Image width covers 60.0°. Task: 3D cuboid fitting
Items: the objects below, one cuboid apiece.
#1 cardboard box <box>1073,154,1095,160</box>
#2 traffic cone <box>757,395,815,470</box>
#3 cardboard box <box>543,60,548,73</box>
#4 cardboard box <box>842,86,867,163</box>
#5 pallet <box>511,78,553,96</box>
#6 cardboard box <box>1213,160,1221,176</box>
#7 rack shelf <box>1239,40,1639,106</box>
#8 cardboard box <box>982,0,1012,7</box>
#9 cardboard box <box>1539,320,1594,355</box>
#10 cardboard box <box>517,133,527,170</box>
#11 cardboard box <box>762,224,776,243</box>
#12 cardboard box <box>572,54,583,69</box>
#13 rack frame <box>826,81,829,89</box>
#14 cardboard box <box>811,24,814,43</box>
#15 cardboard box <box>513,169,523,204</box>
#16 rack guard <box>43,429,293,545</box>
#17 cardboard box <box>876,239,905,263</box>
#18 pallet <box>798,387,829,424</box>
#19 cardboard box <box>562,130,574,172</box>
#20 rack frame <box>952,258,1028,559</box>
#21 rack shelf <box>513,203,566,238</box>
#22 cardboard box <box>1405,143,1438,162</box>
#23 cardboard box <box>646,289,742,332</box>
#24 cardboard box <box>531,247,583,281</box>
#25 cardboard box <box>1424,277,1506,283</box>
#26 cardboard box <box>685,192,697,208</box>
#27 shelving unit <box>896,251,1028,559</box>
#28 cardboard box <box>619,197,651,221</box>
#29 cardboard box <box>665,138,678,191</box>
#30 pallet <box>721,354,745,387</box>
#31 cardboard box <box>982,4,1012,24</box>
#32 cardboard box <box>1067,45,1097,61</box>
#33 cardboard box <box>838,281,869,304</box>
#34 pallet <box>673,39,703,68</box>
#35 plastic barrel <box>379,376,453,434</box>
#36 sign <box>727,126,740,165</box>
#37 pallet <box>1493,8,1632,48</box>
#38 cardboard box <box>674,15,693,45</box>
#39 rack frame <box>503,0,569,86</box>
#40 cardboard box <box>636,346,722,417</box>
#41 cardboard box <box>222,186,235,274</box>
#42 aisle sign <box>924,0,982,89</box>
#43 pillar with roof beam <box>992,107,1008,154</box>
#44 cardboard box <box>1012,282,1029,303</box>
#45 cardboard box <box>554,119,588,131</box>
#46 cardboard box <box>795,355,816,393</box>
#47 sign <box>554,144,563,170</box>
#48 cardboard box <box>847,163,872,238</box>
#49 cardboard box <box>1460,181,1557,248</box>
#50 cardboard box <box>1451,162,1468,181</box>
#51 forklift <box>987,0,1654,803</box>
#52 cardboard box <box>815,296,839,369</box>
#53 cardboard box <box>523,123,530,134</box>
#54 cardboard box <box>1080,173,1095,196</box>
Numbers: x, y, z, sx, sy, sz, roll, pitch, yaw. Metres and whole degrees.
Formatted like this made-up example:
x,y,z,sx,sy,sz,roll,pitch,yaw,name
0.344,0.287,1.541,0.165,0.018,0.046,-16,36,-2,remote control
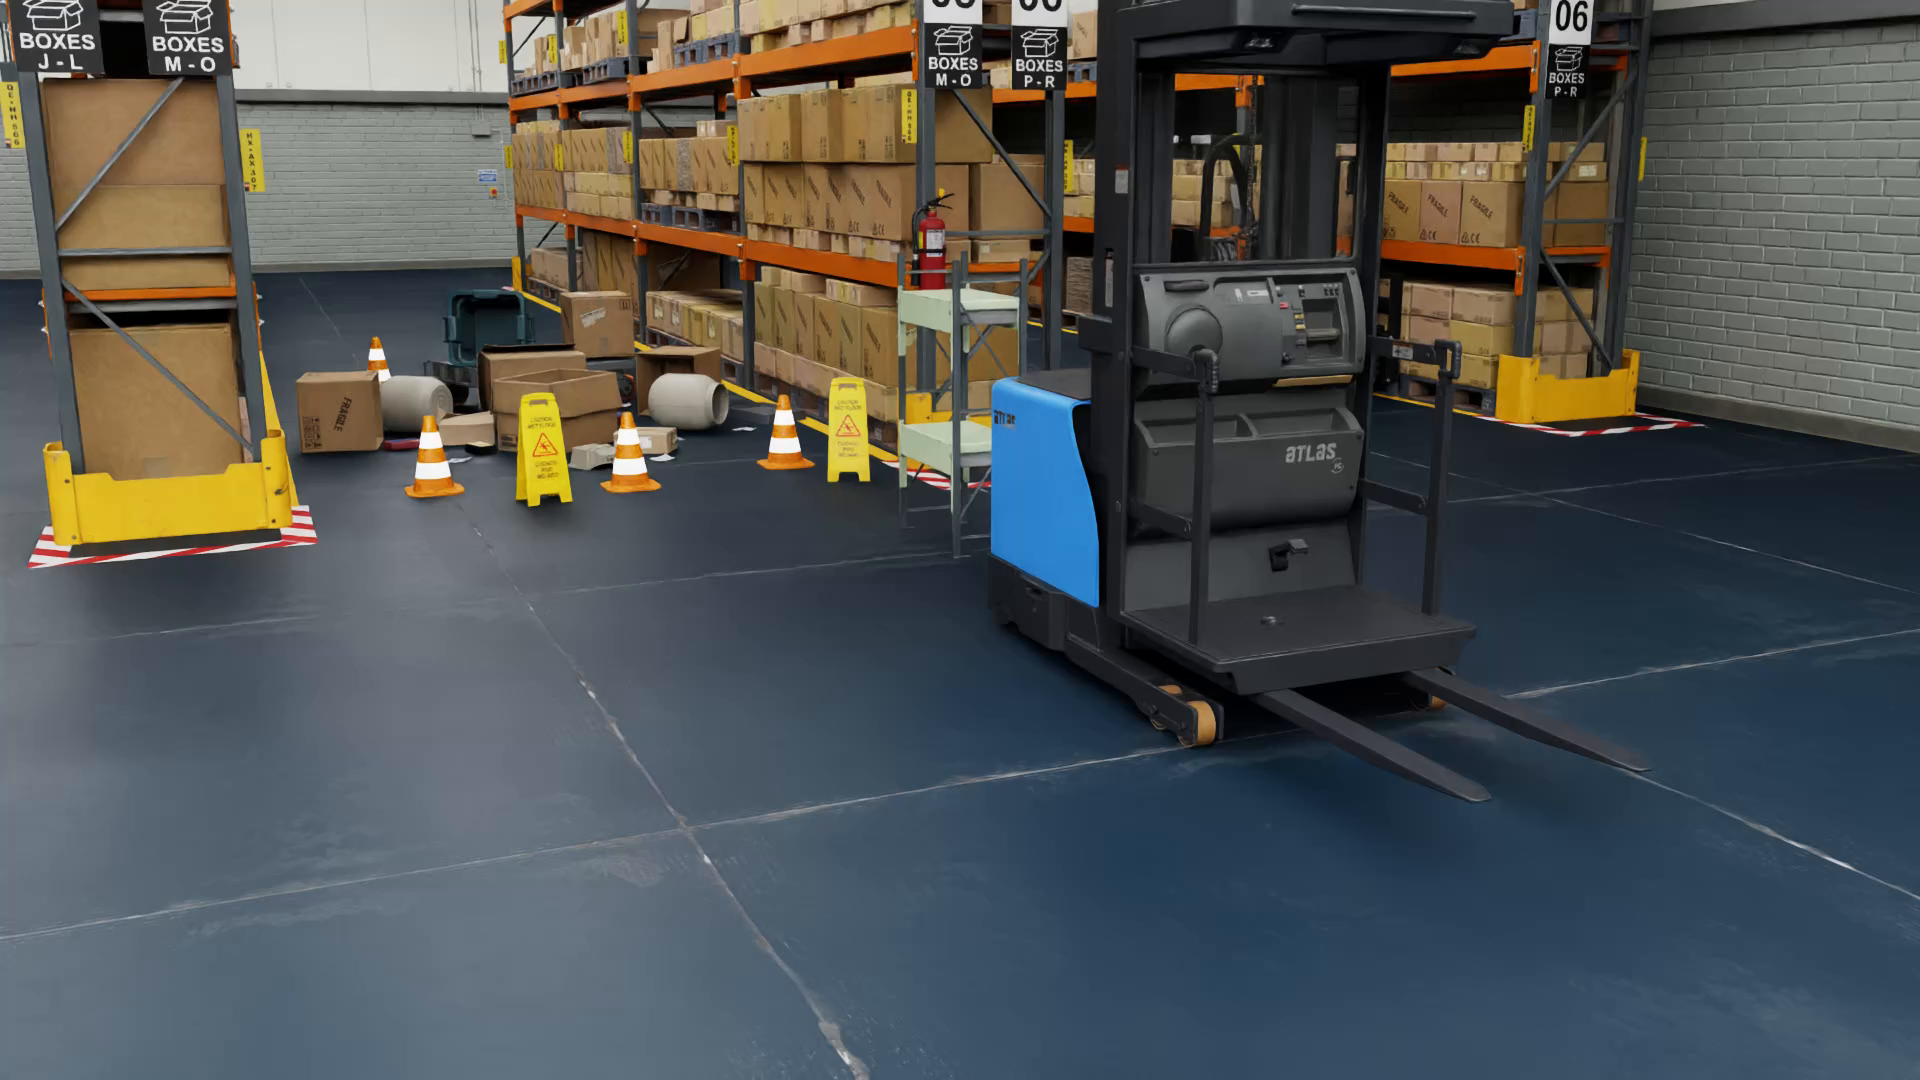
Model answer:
x,y,z,sx,sy,sz,roll,pitch,yaw,name
1.478,-4.465,20.354,0.500,0.500,0.500,-5,14,-20,cardboard box
-1.156,-0.725,10.977,0.336,0.463,0.334,-6,14,-23,traffic cone
-5.263,-6.218,21.835,0.380,0.149,0.250,-5,14,-22,cardboard box
-0.402,-2.861,11.479,0.700,0.500,0.500,-5,14,-22,cardboard box
-5.904,-6.560,24.107,1.003,0.211,1.213,-6,14,-23,pallet
2.683,-3.731,16.679,0.380,0.149,0.250,-6,14,-24,cardboard box
3.944,-3.962,14.279,1.077,0.370,4.000,-6,14,-23,rack shelf
0.241,-3.650,11.009,0.500,0.250,0.500,-6,14,-24,cardboard box
4.747,-1.662,13.458,0.500,0.250,0.500,-5,14,-22,cardboard box
-6.066,-5.599,23.971,0.500,0.500,0.500,-6,14,-24,cardboard box
-1.423,-2.551,13.798,0.380,0.149,0.250,-5,14,-21,cardboard box
-4.422,-5.727,19.897,0.380,0.166,0.250,-7,15,-27,cardboard box
-1.664,-8.666,26.357,1.000,3.000,0.127,-6,14,-23,rack frame
-0.886,-3.748,12.318,0.380,0.149,0.250,-6,14,-23,cardboard box
-6.281,-5.218,24.542,0.500,0.500,0.500,-6,14,-23,cardboard box
-4.287,-0.298,9.049,1.175,0.500,0.348,-6,14,-23,rack guard
-0.350,-1.967,11.272,0.380,0.149,0.250,-6,14,-24,cardboard box
-0.610,-1.069,13.019,1.003,0.211,1.213,-6,14,-23,pallet
-4.695,-4.887,20.894,0.500,0.500,0.500,-5,14,-22,cardboard box
0.149,-0.654,8.368,0.400,1.500,0.023,-6,14,-23,rack frame
-5.409,-4.531,23.389,1.077,0.370,4.000,-6,14,-23,rack shelf
3.914,-3.204,13.742,0.380,0.149,0.250,-5,14,-22,cardboard box
-2.789,-2.448,17.693,0.950,0.372,0.625,-7,15,-27,cardboard box
-5.855,-4.123,24.785,0.875,0.438,0.875,-6,14,-25,cardboard box
4.332,-2.114,14.299,0.500,0.250,0.500,-6,14,-23,cardboard box
-2.443,-3.302,16.109,0.380,0.149,0.250,-5,14,-21,cardboard box
0.003,-0.729,8.695,0.431,1.500,0.755,-6,14,-23,shelving unit
-3.446,-3.650,18.319,0.500,0.250,0.500,-6,14,-25,cardboard box
-2.604,-3.710,16.434,0.500,0.500,0.500,-5,14,-22,cardboard box
-1.717,-1.617,15.390,1.003,0.211,1.213,-6,14,-23,pallet
0.363,-3.426,10.924,0.380,0.149,0.250,-6,14,-23,cardboard box
1.402,-5.592,19.092,0.380,0.166,0.250,-6,14,-23,cardboard box
-0.668,-1.799,12.056,0.380,0.149,0.250,-5,14,-22,cardboard box
-1.972,-4.536,15.582,1.213,0.211,1.003,-6,14,-23,pallet
-4.039,-0.996,12.236,0.512,0.421,0.421,4,14,16,plastic barrel
-1.911,-3.328,14.031,0.100,0.325,0.005,-6,14,-23,sign
4.486,-4.005,13.064,1.003,0.211,1.213,-6,14,-23,pallet
-2.369,-4.841,16.252,0.797,0.503,0.637,-6,14,-23,cardboard box
-6.211,-8.217,24.417,1.000,3.000,0.127,-6,14,-23,rack frame
-2.221,-1.254,13.175,0.500,0.500,0.500,4,14,16,cardboard box
-4.836,-1.905,10.117,0.875,0.550,0.550,-6,14,-23,cardboard box
-0.042,-3.216,10.349,0.394,0.787,0.004,-6,14,-23,aisle sign
-3.459,-7.676,22.080,9.100,9.000,0.400,-6,14,-23,pillar with roof beam
0.983,-3.250,20.871,0.500,0.500,0.500,-6,14,-24,cardboard box
-5.023,-5.355,21.476,0.380,0.149,0.250,-6,14,-24,cardboard box
-0.976,-1.315,13.067,0.500,0.250,0.500,-6,14,-24,cardboard box
-5.116,-4.878,21.198,0.100,0.325,0.005,-6,14,-23,sign
-0.468,-2.374,11.592,0.500,0.500,0.500,-6,14,-23,cardboard box
4.307,-2.565,13.077,0.500,0.500,0.500,-6,14,-24,cardboard box
4.172,-2.958,13.339,0.380,0.149,0.250,-5,14,-22,cardboard box
1.165,-0.817,5.898,1.130,2.935,3.031,-6,14,-23,forklift
-0.769,-1.574,12.520,0.500,0.500,0.500,-6,14,-24,cardboard box
-6.031,-5.883,23.760,0.380,0.149,0.250,-6,14,-25,cardboard box
1.694,-4.044,18.914,0.500,0.250,0.500,-5,14,-21,cardboard box
